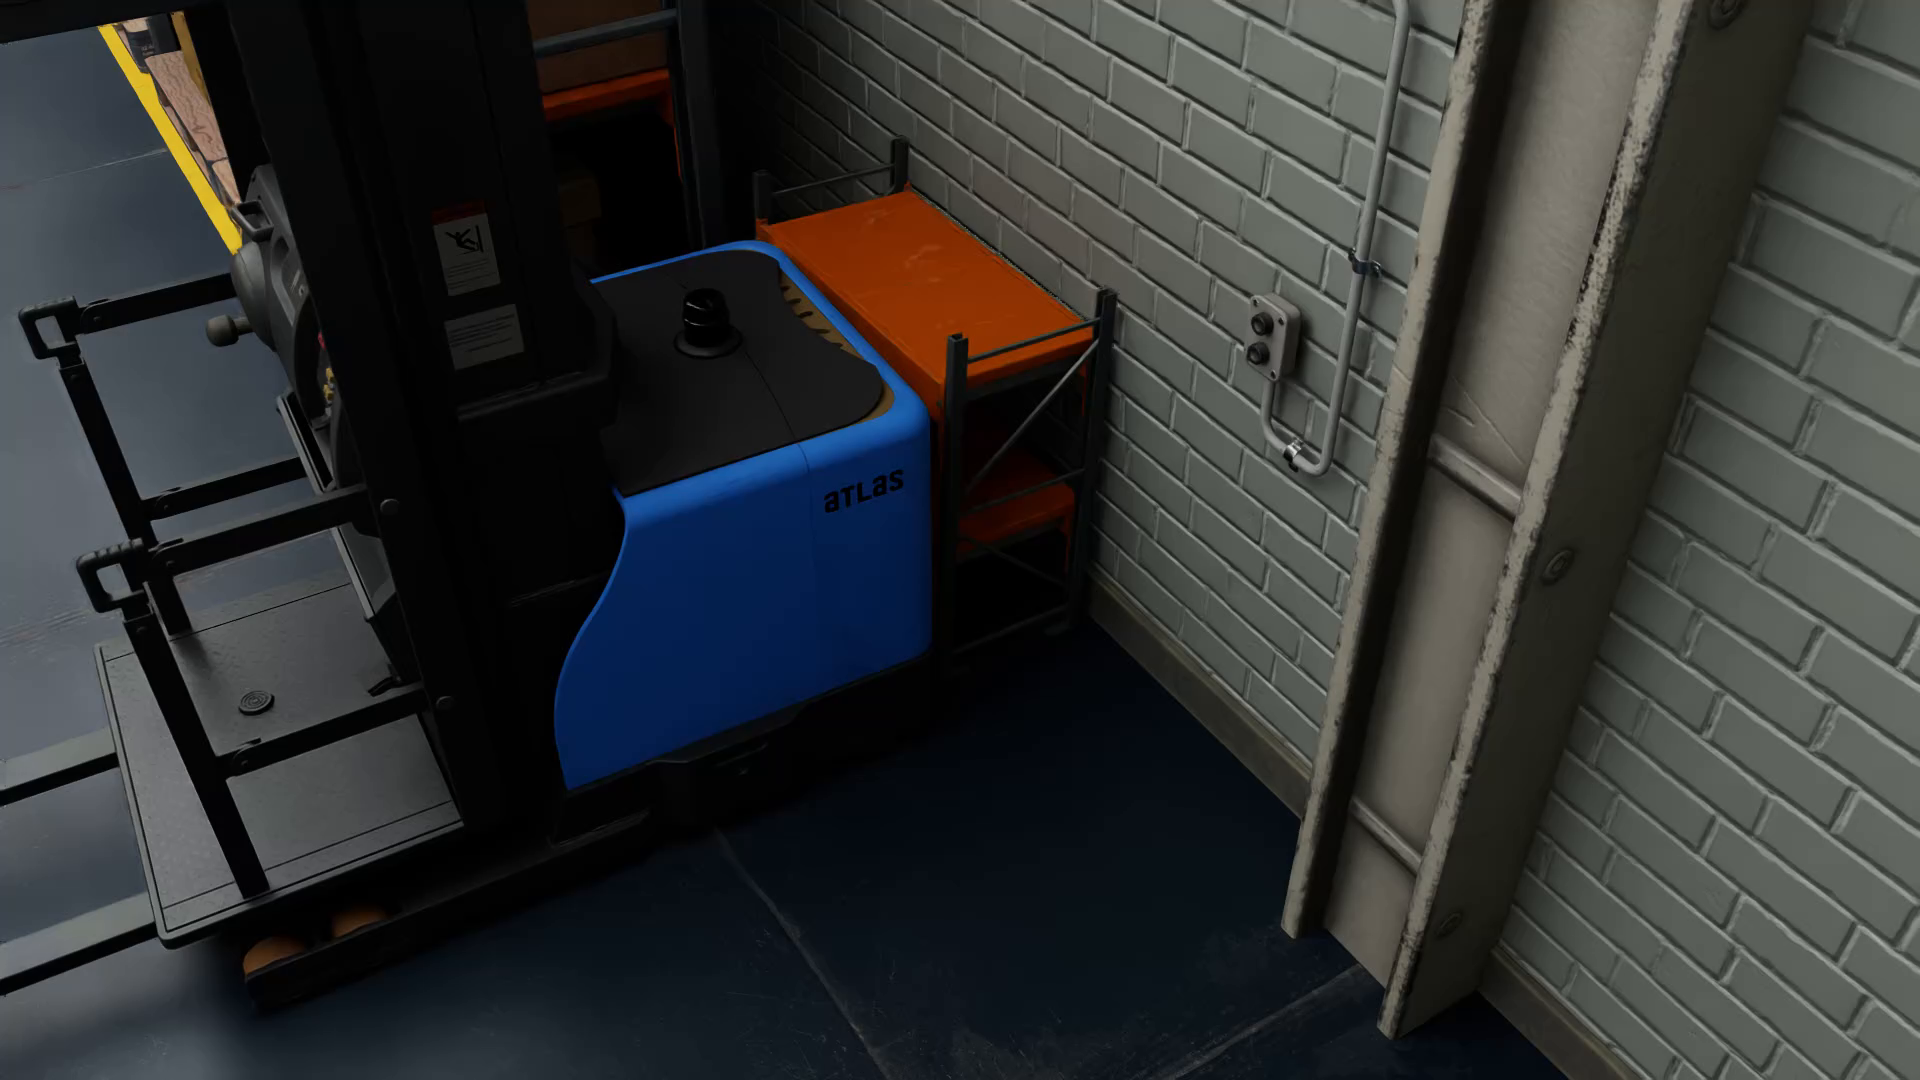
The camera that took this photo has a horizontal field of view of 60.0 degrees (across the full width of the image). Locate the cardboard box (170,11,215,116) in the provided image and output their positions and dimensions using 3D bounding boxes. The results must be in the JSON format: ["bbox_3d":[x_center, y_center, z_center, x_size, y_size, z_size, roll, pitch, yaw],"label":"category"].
[{"bbox_3d":[-2.992,-2.229,7.207,0.700,0.500,0.500,-22,44,-24],"label":"cardboard box"}]

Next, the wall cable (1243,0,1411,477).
[{"bbox_3d":[0.330,-1.333,3.713,0.084,1.984,1.851,-22,45,-24],"label":"wall cable"}]

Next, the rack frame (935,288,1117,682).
[{"bbox_3d":[0.161,-0.122,4.496,0.500,1.125,0.032,-20,44,-27],"label":"rack frame"}]

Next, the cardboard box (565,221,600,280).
[{"bbox_3d":[-1.617,-0.853,5.555,0.700,0.500,0.500,-22,45,-24],"label":"cardboard box"}]

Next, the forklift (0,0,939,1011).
[{"bbox_3d":[-1.597,-0.422,3.467,3.031,2.935,1.130,-20,44,-22],"label":"forklift"}]

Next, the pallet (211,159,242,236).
[{"bbox_3d":[-2.304,-1.300,6.645,1.003,0.211,1.213,-22,45,-24],"label":"pallet"}]

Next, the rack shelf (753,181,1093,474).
[{"bbox_3d":[-0.104,-0.624,4.644,0.538,0.278,1.000,-20,44,-27],"label":"rack shelf"}]

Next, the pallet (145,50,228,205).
[{"bbox_3d":[-2.964,-1.959,7.436,1.003,0.211,1.213,-22,45,-24],"label":"pallet"}]

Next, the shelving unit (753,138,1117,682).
[{"bbox_3d":[-0.117,-0.394,4.824,0.538,1.125,1.048,-20,44,-27],"label":"shelving unit"}]

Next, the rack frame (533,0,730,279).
[{"bbox_3d":[-1.156,-1.308,4.477,1.000,3.000,0.127,-22,45,-24],"label":"rack frame"}]

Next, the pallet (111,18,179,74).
[{"bbox_3d":[-3.786,-2.787,8.429,1.003,0.211,1.213,-22,45,-24],"label":"pallet"}]

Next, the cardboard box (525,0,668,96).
[{"bbox_3d":[-1.439,-1.695,4.707,0.980,0.700,0.700,-20,44,-23],"label":"cardboard box"}]

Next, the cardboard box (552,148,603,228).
[{"bbox_3d":[-1.381,-1.103,5.349,0.380,0.149,0.250,-22,45,-24],"label":"cardboard box"}]

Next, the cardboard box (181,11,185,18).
[{"bbox_3d":[-2.961,-2.231,6.702,0.380,0.149,0.250,-21,44,-23],"label":"cardboard box"}]

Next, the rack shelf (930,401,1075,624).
[{"bbox_3d":[-0.128,-0.201,4.974,0.538,0.278,1.000,-20,44,-27],"label":"rack shelf"}]

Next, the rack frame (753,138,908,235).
[{"bbox_3d":[-0.395,-0.666,5.151,0.500,1.125,0.032,-20,44,-27],"label":"rack frame"}]

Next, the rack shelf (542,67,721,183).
[{"bbox_3d":[-2.232,-2.111,6.003,1.077,0.370,4.000,-22,45,-24],"label":"rack shelf"}]

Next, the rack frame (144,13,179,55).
[{"bbox_3d":[-3.307,-3.467,7.068,1.000,3.000,0.127,-22,45,-24],"label":"rack frame"}]
